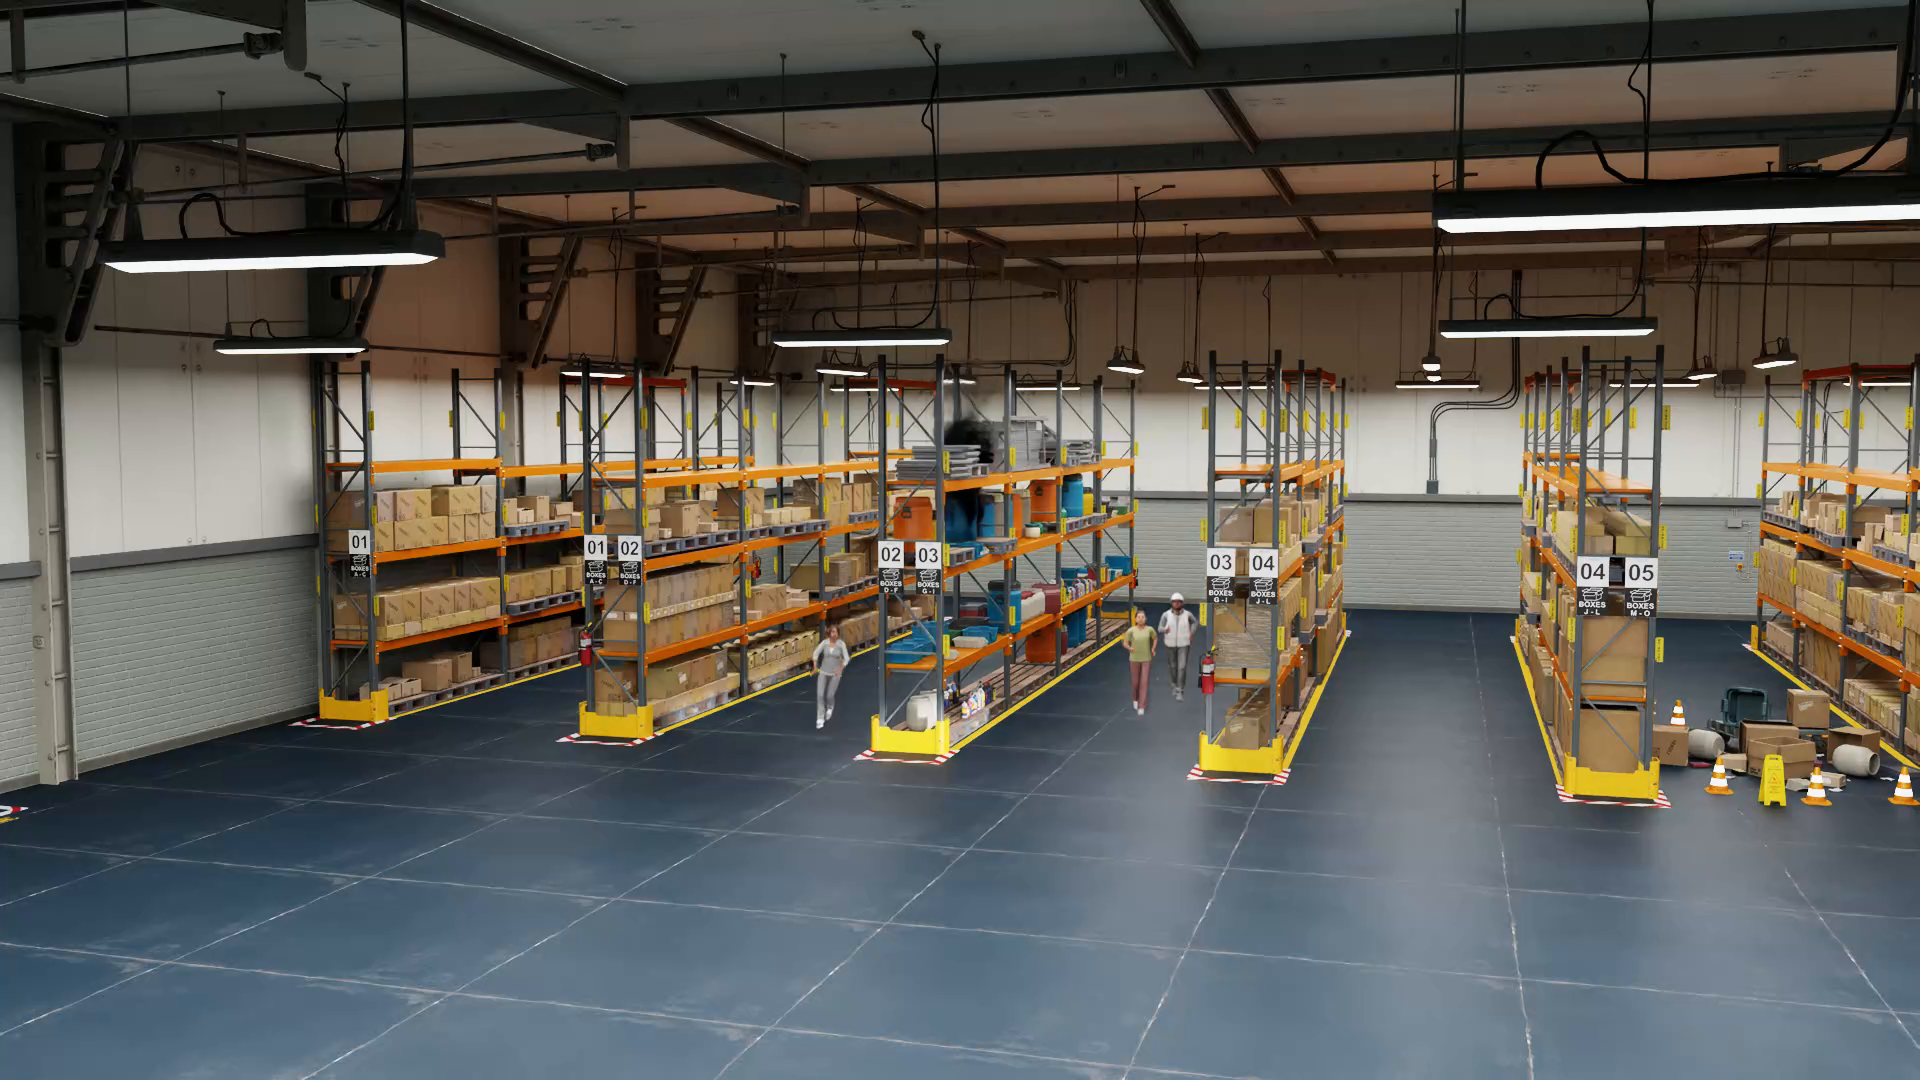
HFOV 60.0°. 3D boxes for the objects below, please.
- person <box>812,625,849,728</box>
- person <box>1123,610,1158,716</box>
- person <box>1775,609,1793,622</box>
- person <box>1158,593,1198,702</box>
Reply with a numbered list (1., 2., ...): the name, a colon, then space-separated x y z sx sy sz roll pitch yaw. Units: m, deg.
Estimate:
1. person: -2.015 2.108 25.903 0.581 1.578 0.530 0 4 5
2. person: 2.912 2.082 26.757 0.580 1.397 0.837 0 4 1
3. person: 18.641 1.474 37.582 0.611 1.611 0.939 -2 5 -29
4. person: 3.669 1.805 28.121 0.657 1.817 0.883 1 4 12
